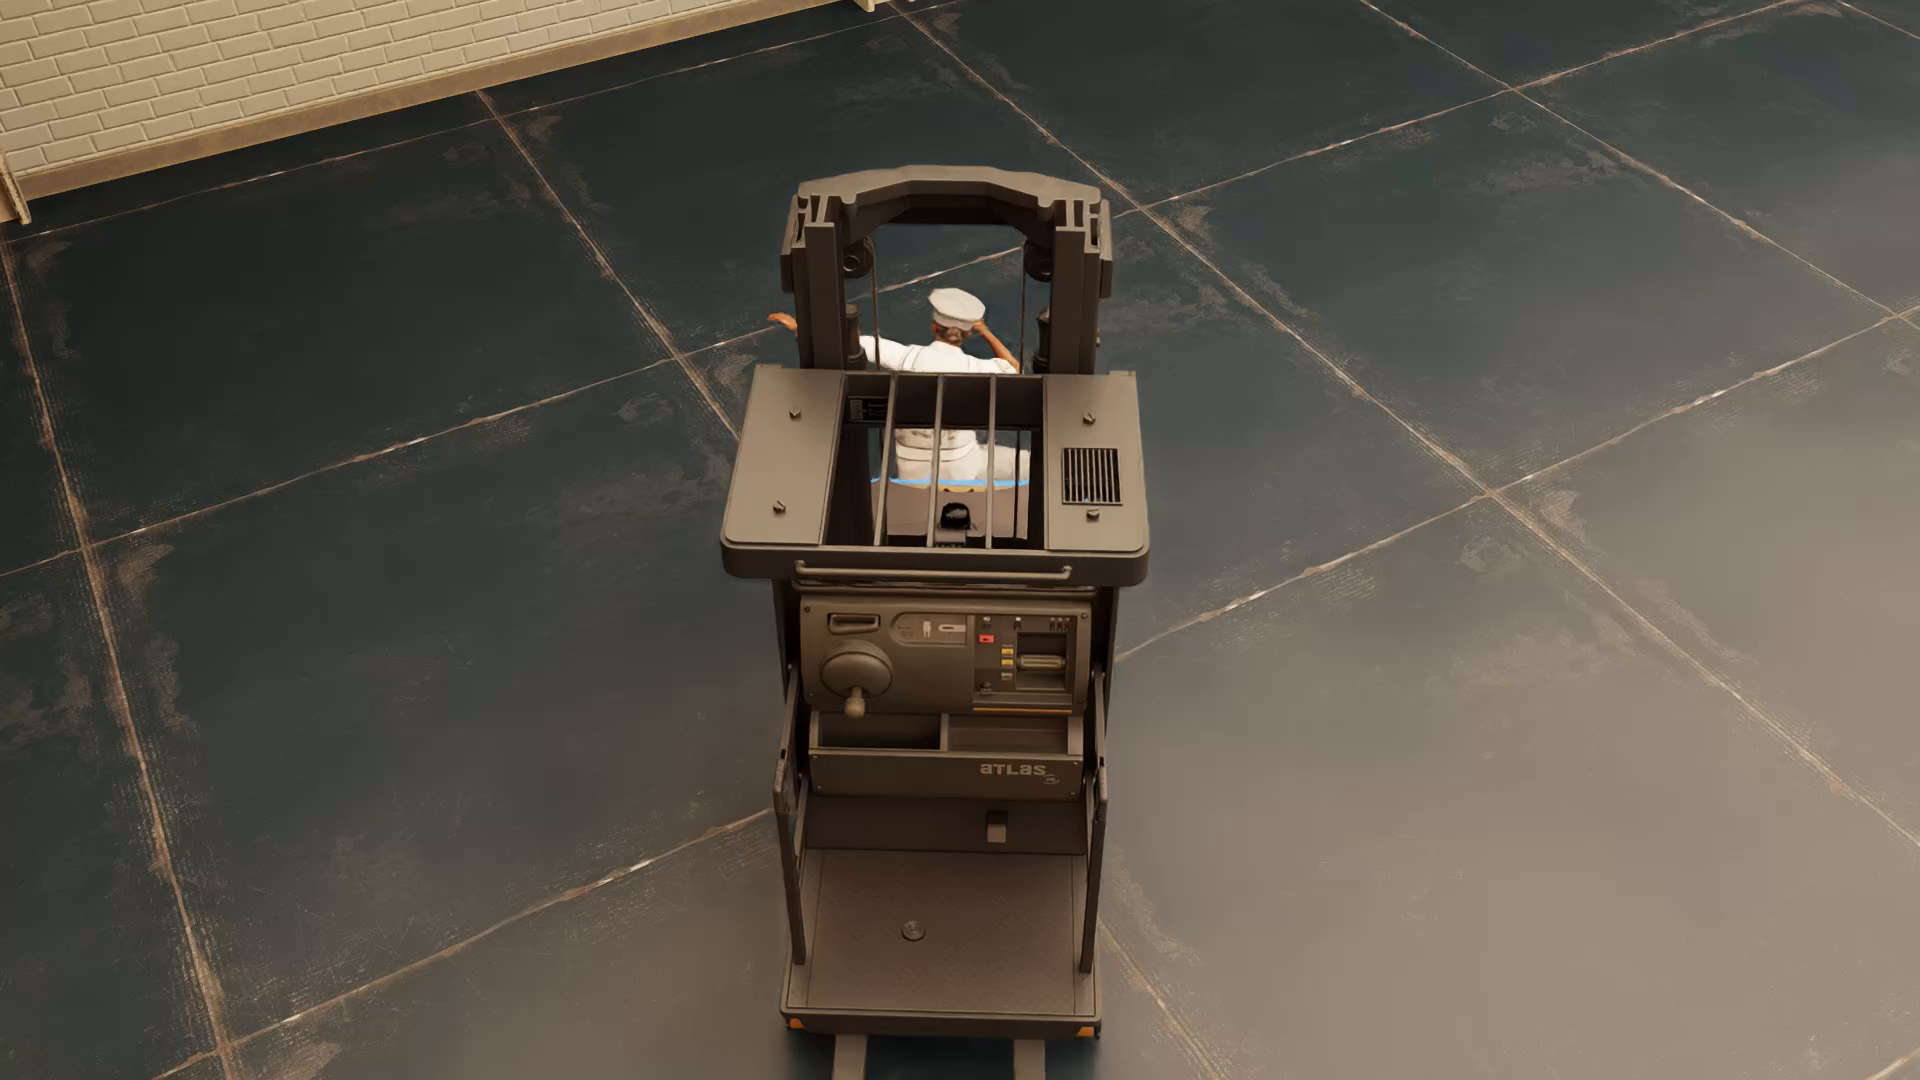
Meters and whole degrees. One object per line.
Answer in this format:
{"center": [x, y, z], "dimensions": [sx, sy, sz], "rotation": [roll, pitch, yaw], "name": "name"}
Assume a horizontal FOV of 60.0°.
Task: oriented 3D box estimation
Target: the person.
{"center": [-0.109, -0.511, 7.417], "dimensions": [1.490, 1.376, 0.752], "rotation": [11, 44, 11], "name": "person"}

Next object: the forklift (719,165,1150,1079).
{"center": [-0.052, 0.469, 5.192], "dimensions": [1.130, 2.935, 3.031], "rotation": [1, 43, 1], "name": "forklift"}
